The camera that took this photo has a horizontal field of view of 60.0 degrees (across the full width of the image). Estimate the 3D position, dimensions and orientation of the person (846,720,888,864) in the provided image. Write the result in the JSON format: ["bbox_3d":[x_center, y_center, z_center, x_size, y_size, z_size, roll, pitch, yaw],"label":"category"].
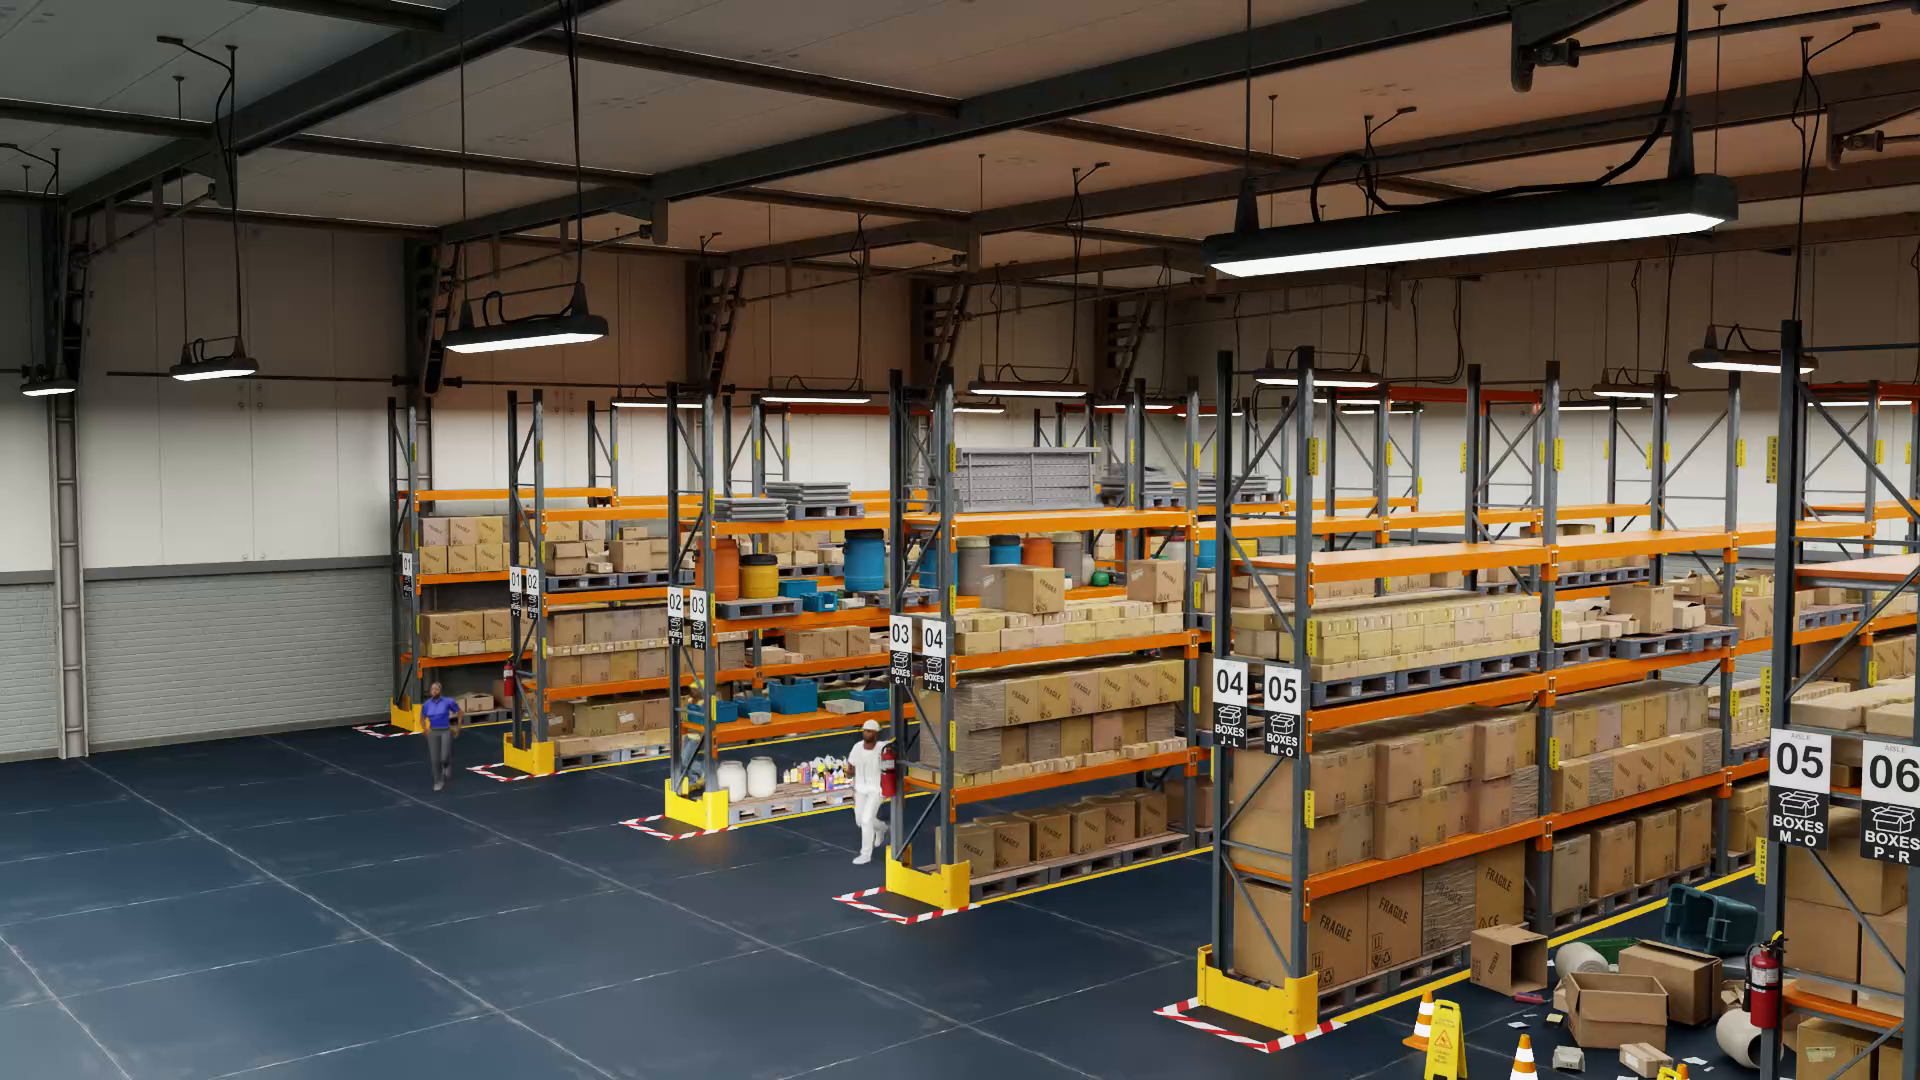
[{"bbox_3d":[-1.085,3.085,20.590,0.709,1.740,0.804,2,4,30],"label":"person"}]

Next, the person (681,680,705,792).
[{"bbox_3d":[-3.898,2.900,24.483,0.537,1.708,0.756,-3,4,-37],"label":"person"}]

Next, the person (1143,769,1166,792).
[{"bbox_3d":[2.661,2.947,23.720,0.587,1.672,0.580,3,5,44],"label":"person"}]

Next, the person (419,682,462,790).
[{"bbox_3d":[-7.751,2.923,24.797,0.600,1.619,0.605,0,3,-6],"label":"person"}]
